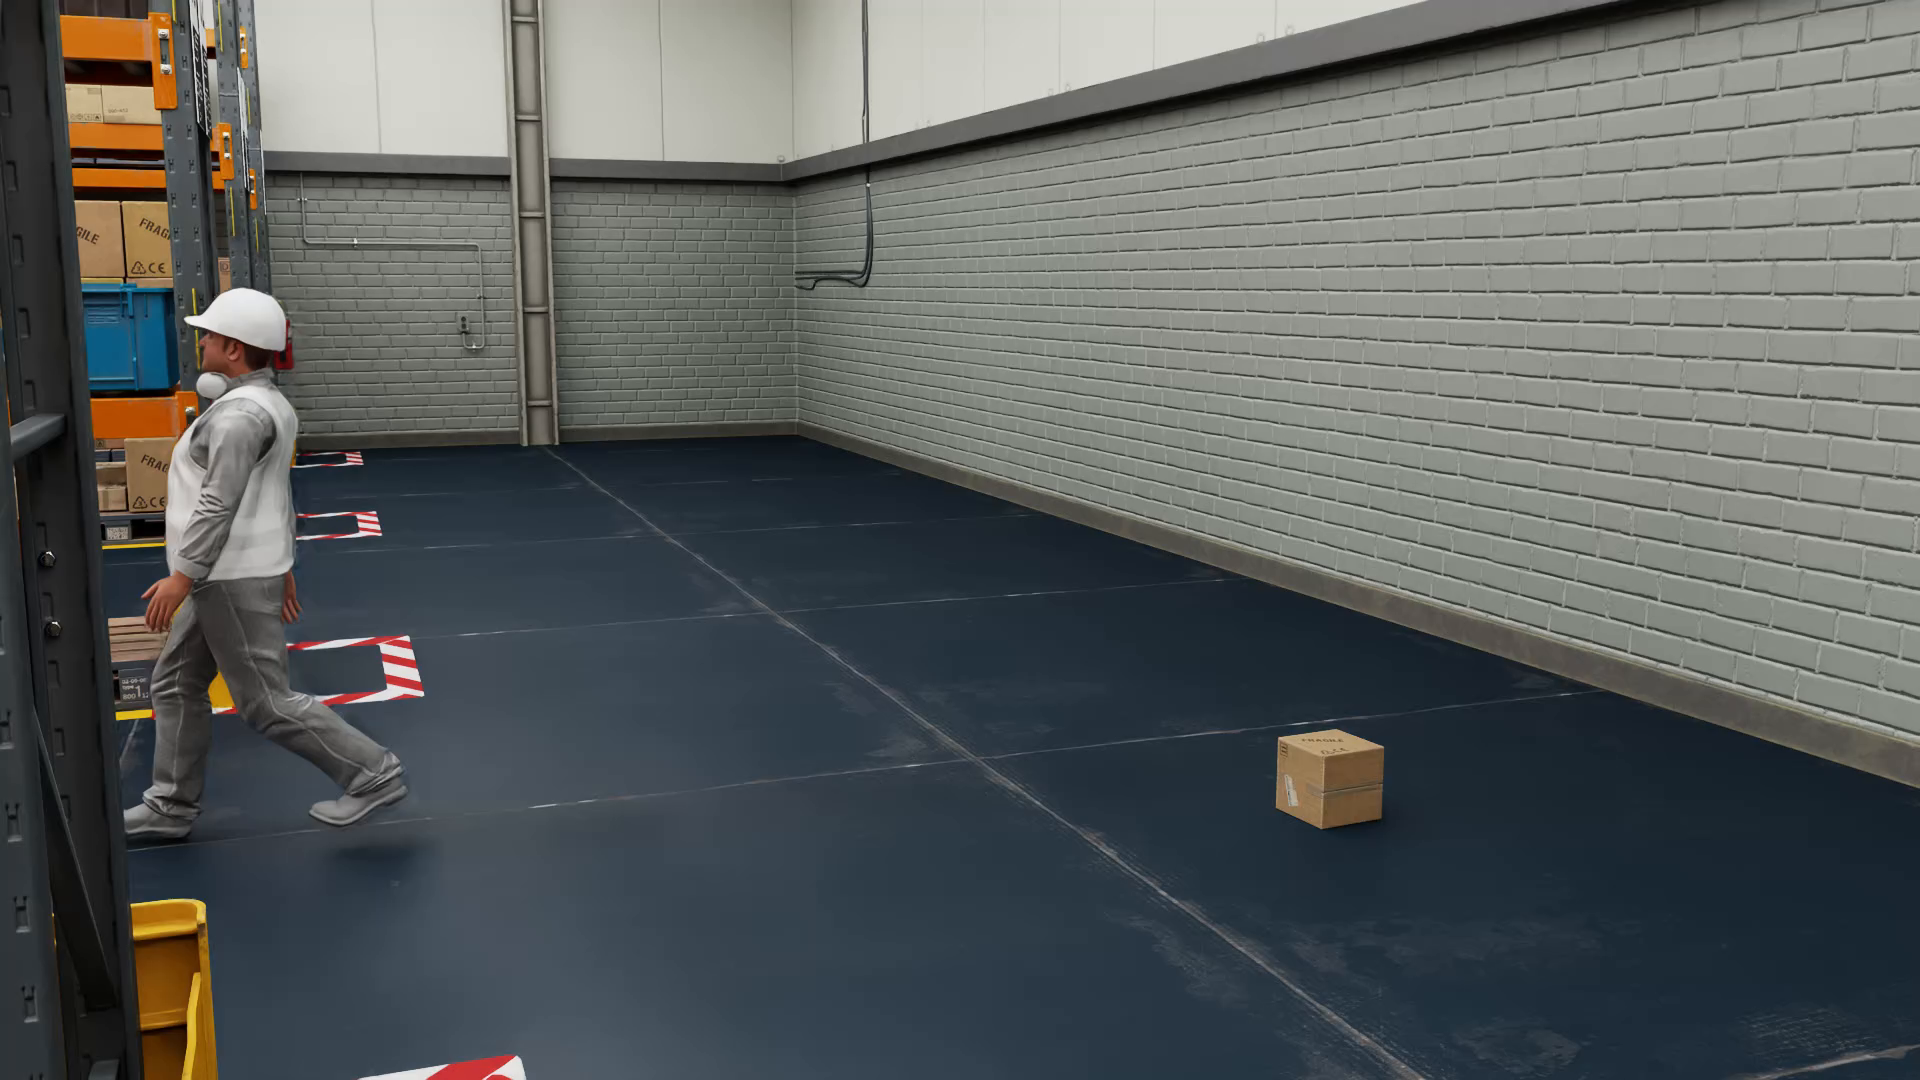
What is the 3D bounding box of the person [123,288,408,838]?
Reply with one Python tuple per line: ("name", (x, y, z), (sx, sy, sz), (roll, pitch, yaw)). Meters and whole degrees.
("person", (-2.259, 0.096, 5.164), (0.970, 1.736, 0.536), (-3, 9, -16))
